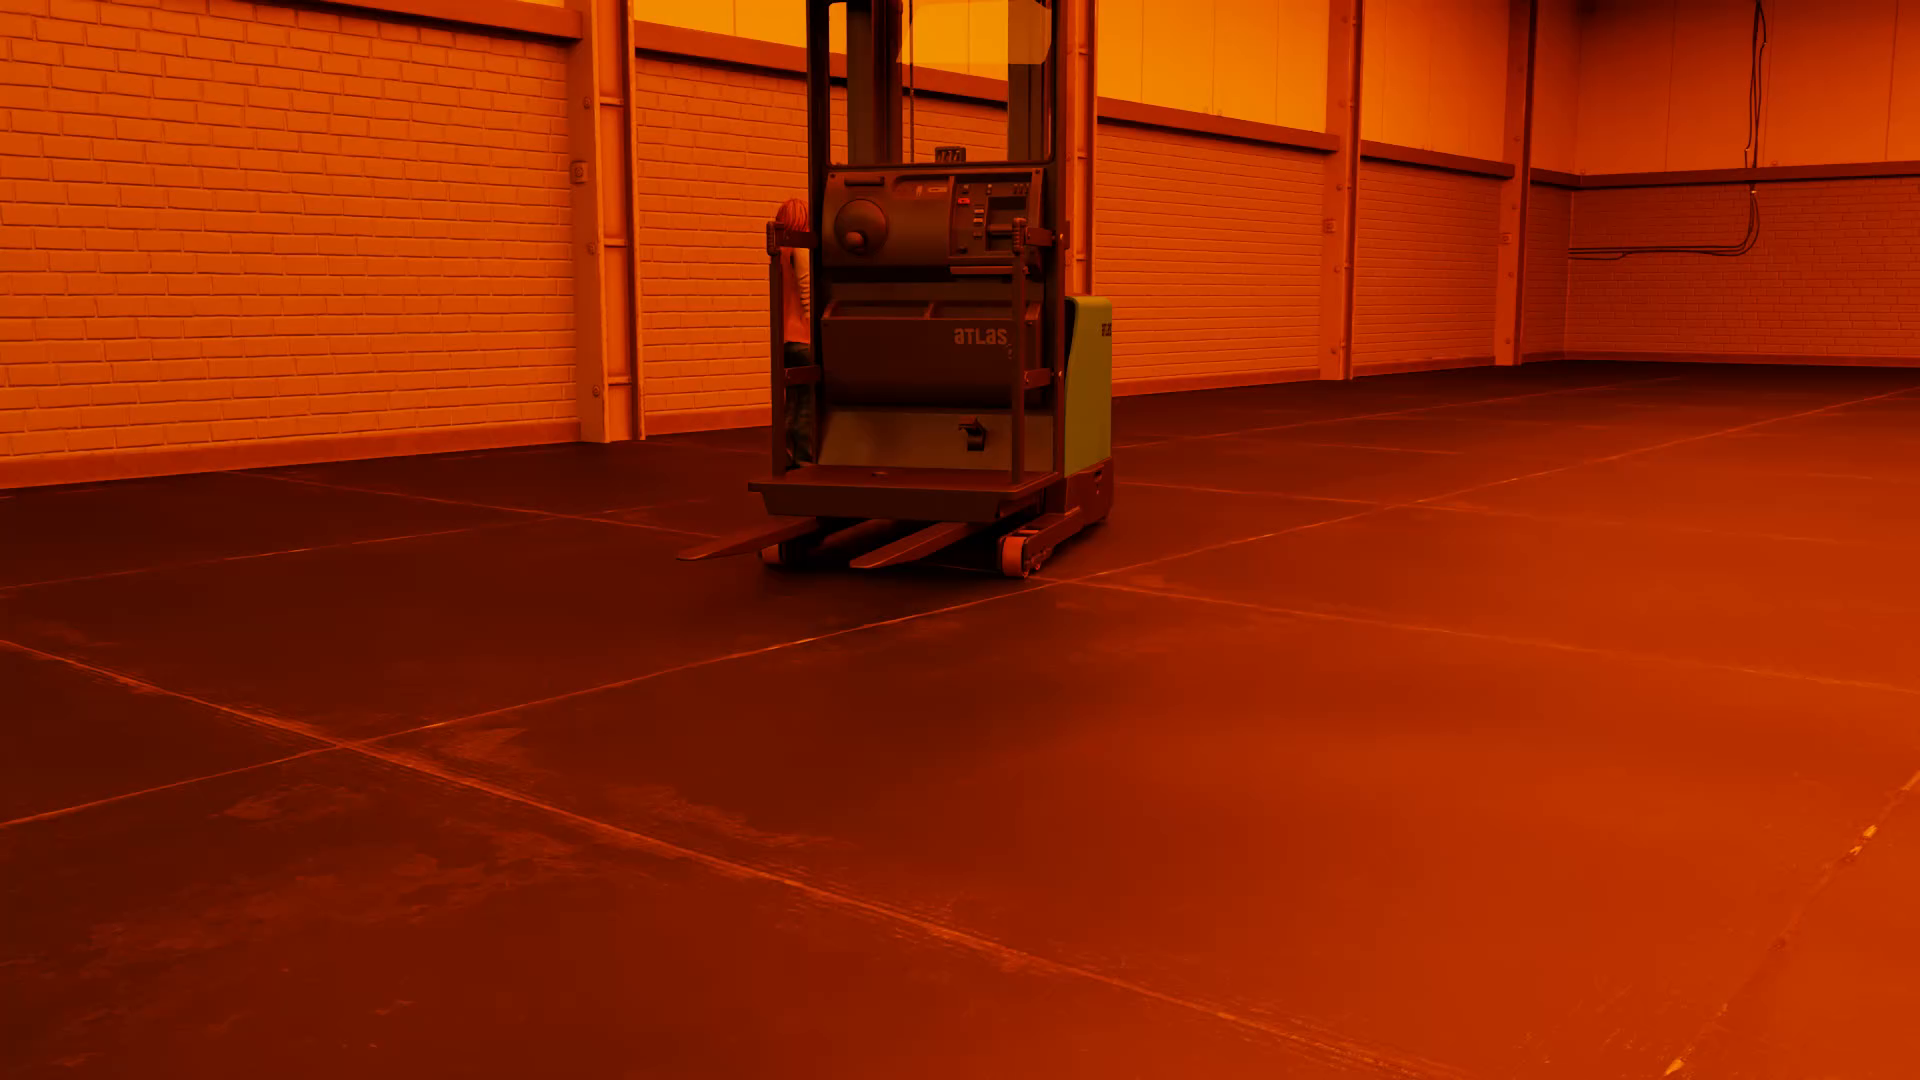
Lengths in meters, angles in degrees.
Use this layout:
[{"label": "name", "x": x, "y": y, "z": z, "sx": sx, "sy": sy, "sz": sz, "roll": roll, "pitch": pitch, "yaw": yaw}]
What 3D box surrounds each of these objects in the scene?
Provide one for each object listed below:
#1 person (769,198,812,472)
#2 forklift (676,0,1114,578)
[{"label": "person", "x": -0.861, "y": -1.058, "z": 9.116, "sx": 0.323, "sy": 1.601, "sz": 0.403, "roll": -5, "pitch": 10, "yaw": -30}, {"label": "forklift", "x": -0.176, "y": -1.366, "z": 6.616, "sx": 1.130, "sy": 2.935, "sz": 3.031, "roll": 3, "pitch": 9, "yaw": 17}]
